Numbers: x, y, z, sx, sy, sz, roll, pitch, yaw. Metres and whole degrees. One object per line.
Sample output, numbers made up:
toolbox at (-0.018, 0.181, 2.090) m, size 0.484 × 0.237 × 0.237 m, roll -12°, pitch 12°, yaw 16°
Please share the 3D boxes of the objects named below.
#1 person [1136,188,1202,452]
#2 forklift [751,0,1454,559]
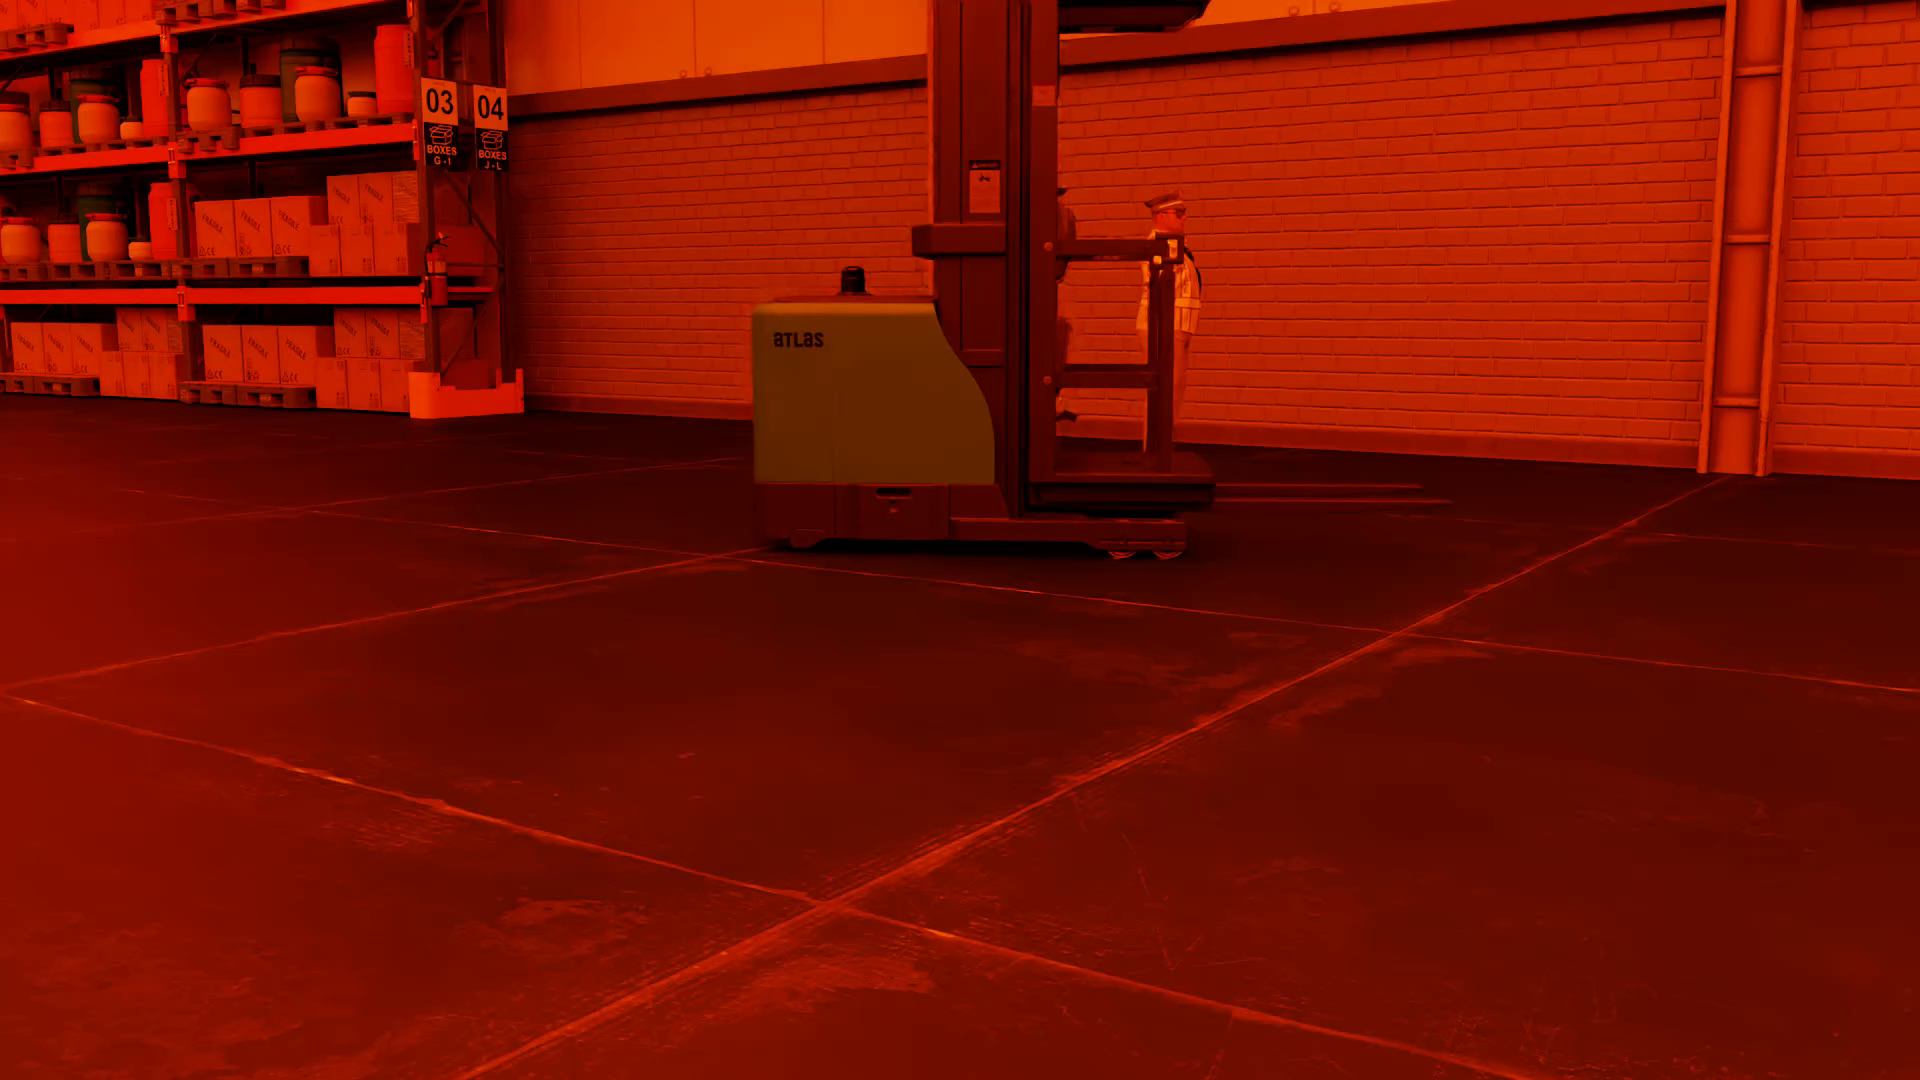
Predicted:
person at (1.296, -1.285, 10.358) m, size 0.395 × 1.773 × 0.530 m, roll 2°, pitch 8°, yaw 14°
forklift at (0.631, -1.448, 7.379) m, size 3.031 × 2.935 × 1.130 m, roll 0°, pitch 8°, yaw 3°
